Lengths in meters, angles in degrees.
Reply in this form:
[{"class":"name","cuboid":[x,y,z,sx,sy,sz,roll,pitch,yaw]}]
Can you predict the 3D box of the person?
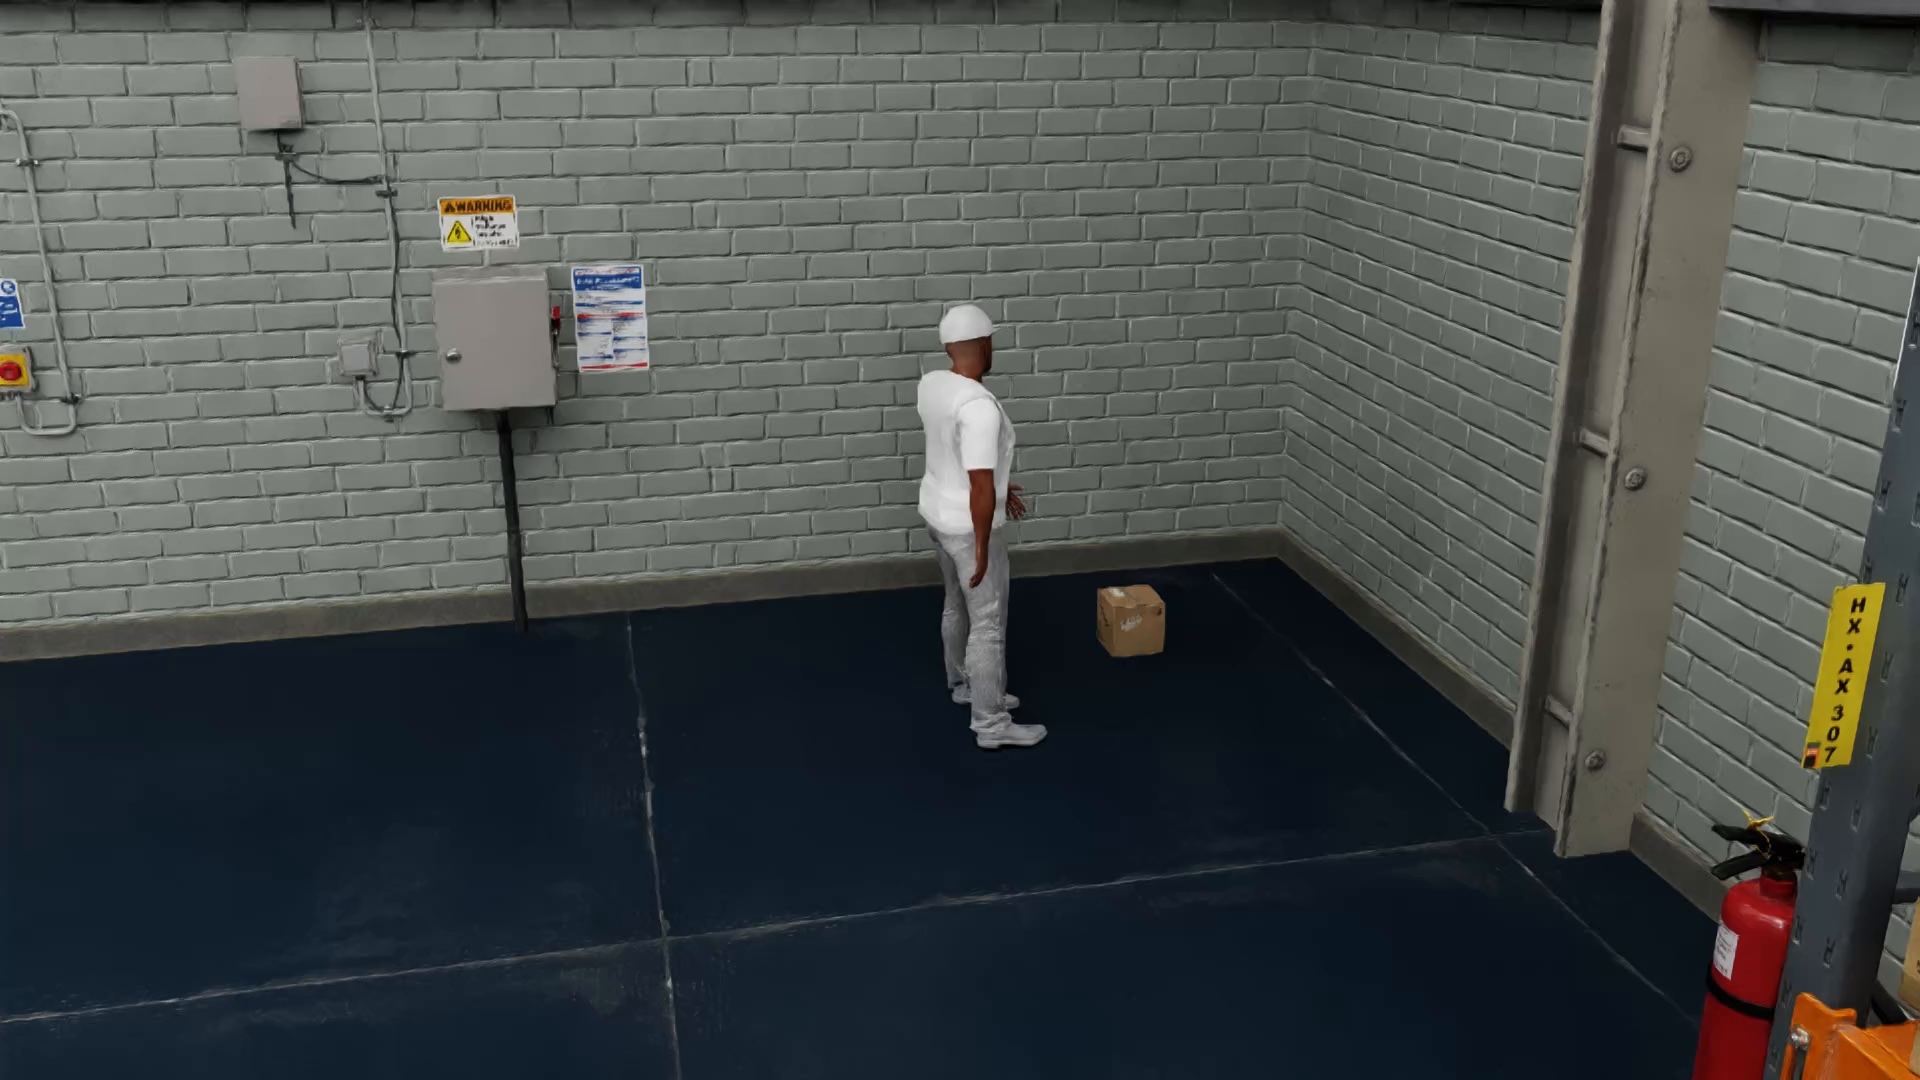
[{"class":"person","cuboid":[0.100,-0.074,6.732,0.474,1.765,0.639,-8,21,-20]}]
